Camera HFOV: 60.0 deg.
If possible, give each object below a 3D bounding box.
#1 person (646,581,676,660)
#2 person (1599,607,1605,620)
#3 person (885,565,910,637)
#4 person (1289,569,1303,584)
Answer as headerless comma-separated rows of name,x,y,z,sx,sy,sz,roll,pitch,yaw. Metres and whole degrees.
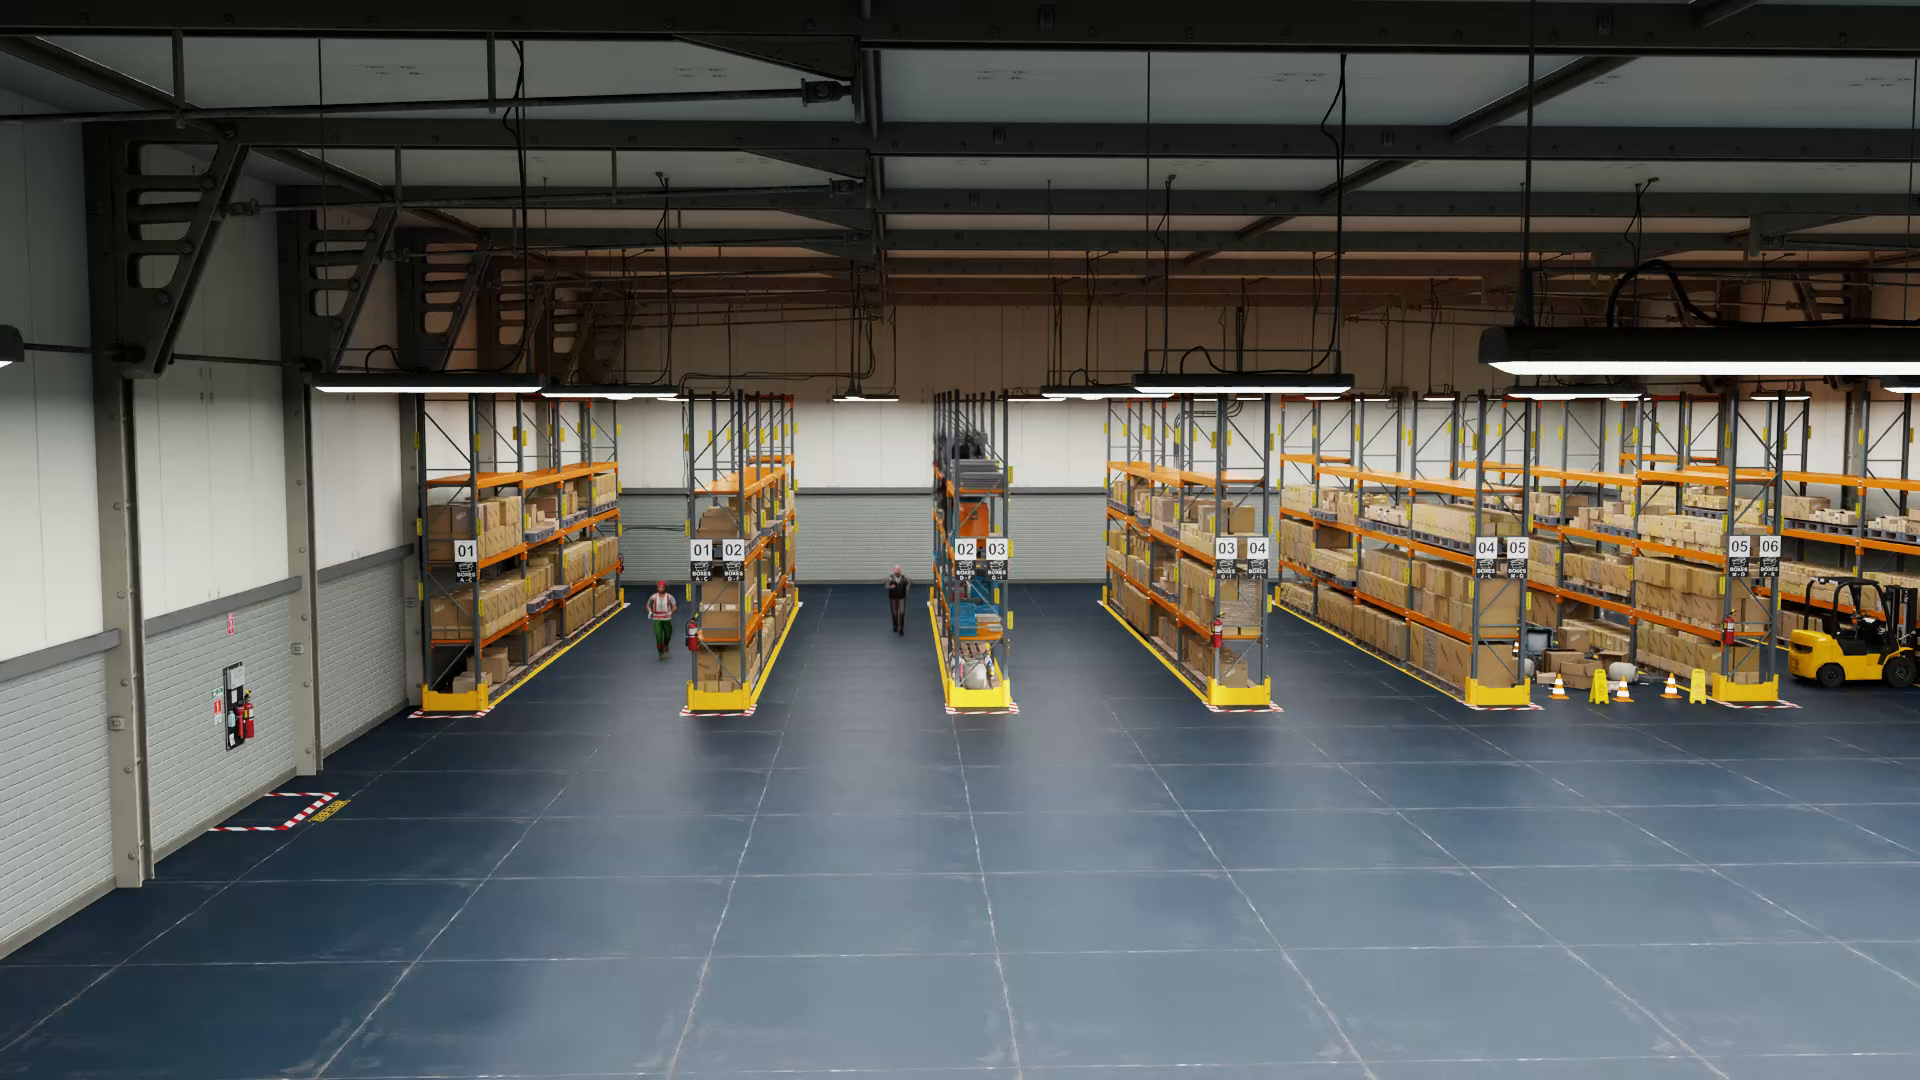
person,-6.720,1.798,37.453,0.663,1.748,0.780,-1,5,-11
person,16.184,1.371,42.025,0.661,1.786,0.982,0,5,-5
person,-1.546,1.503,41.244,0.639,1.771,0.734,0,5,-2
person,10.036,0.872,49.043,0.628,1.707,0.713,0,5,2
